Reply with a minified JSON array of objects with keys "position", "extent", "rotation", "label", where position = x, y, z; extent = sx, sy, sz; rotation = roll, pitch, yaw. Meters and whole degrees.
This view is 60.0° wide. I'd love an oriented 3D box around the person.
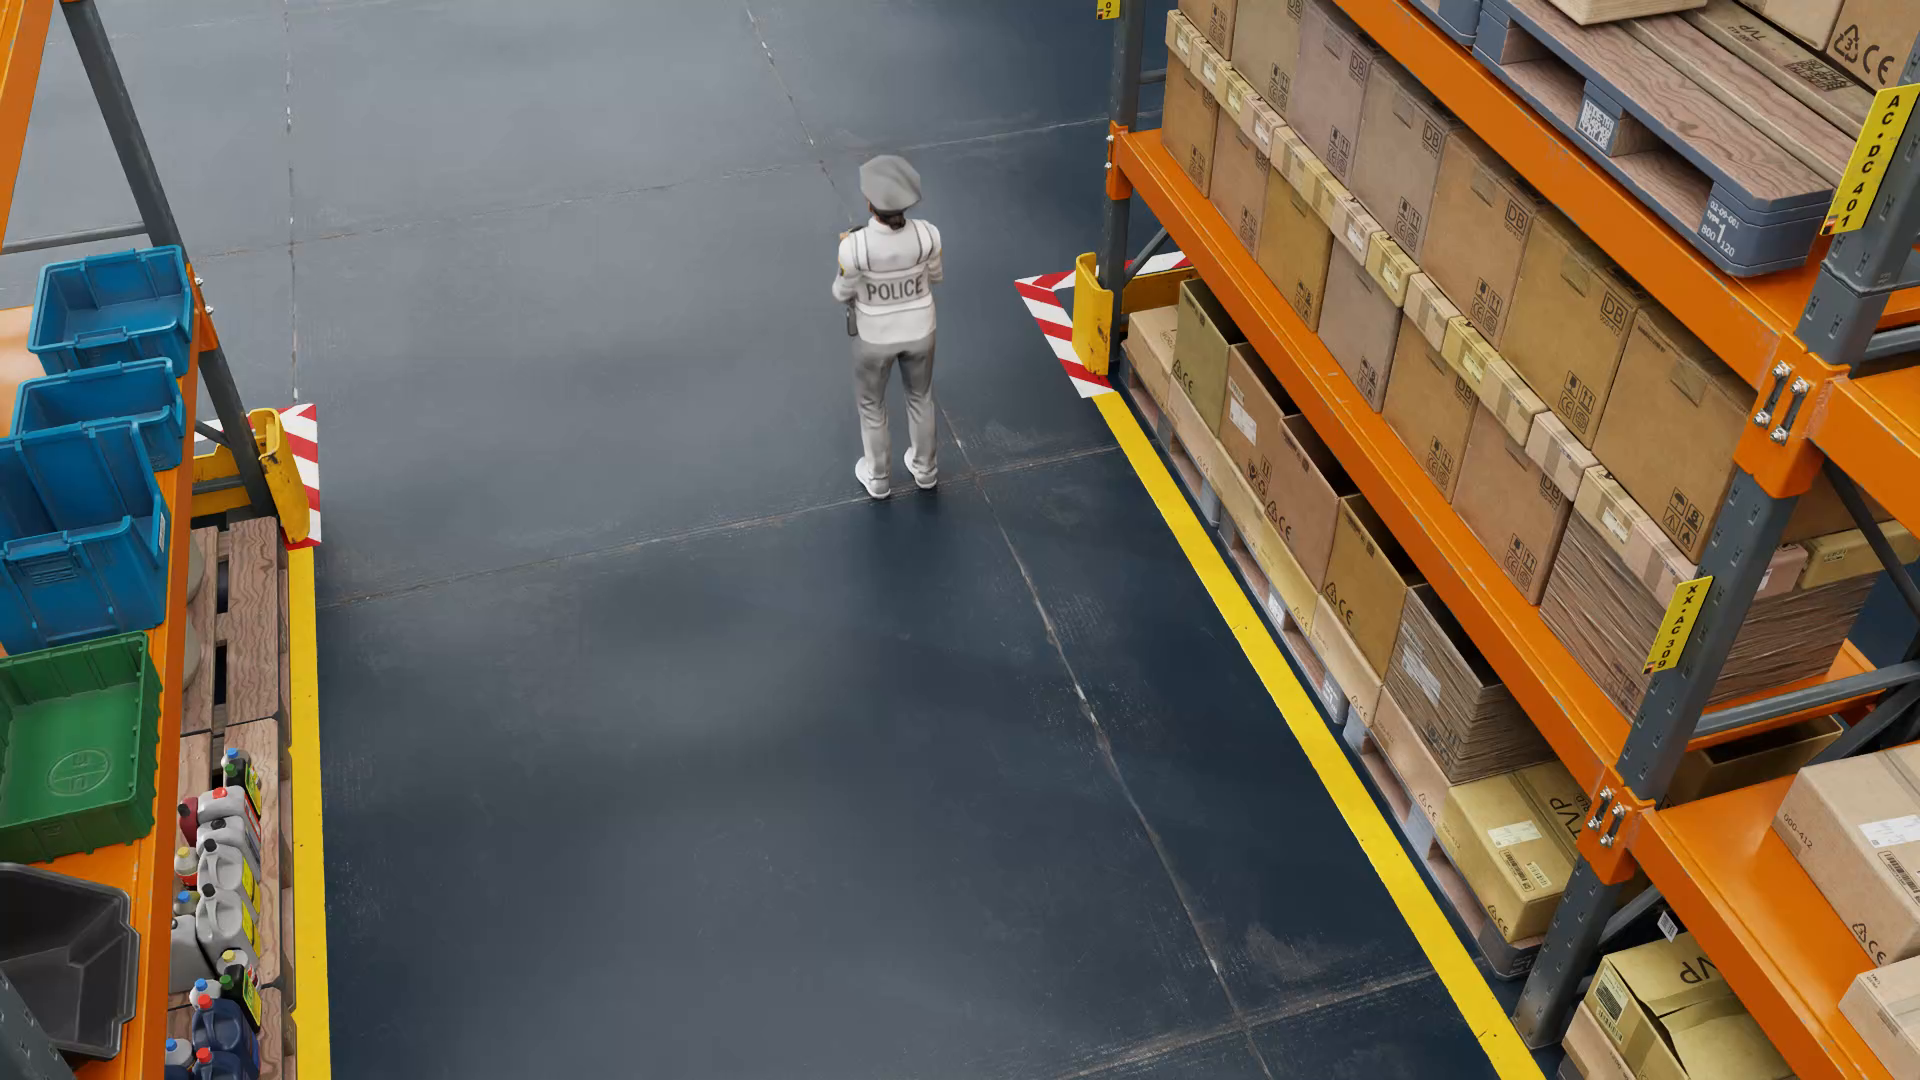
[{"position":[-0.312,-0.937,7.161],"extent":[0.469,1.690,0.550],"rotation":[-12,44,-13],"label":"person"}]
